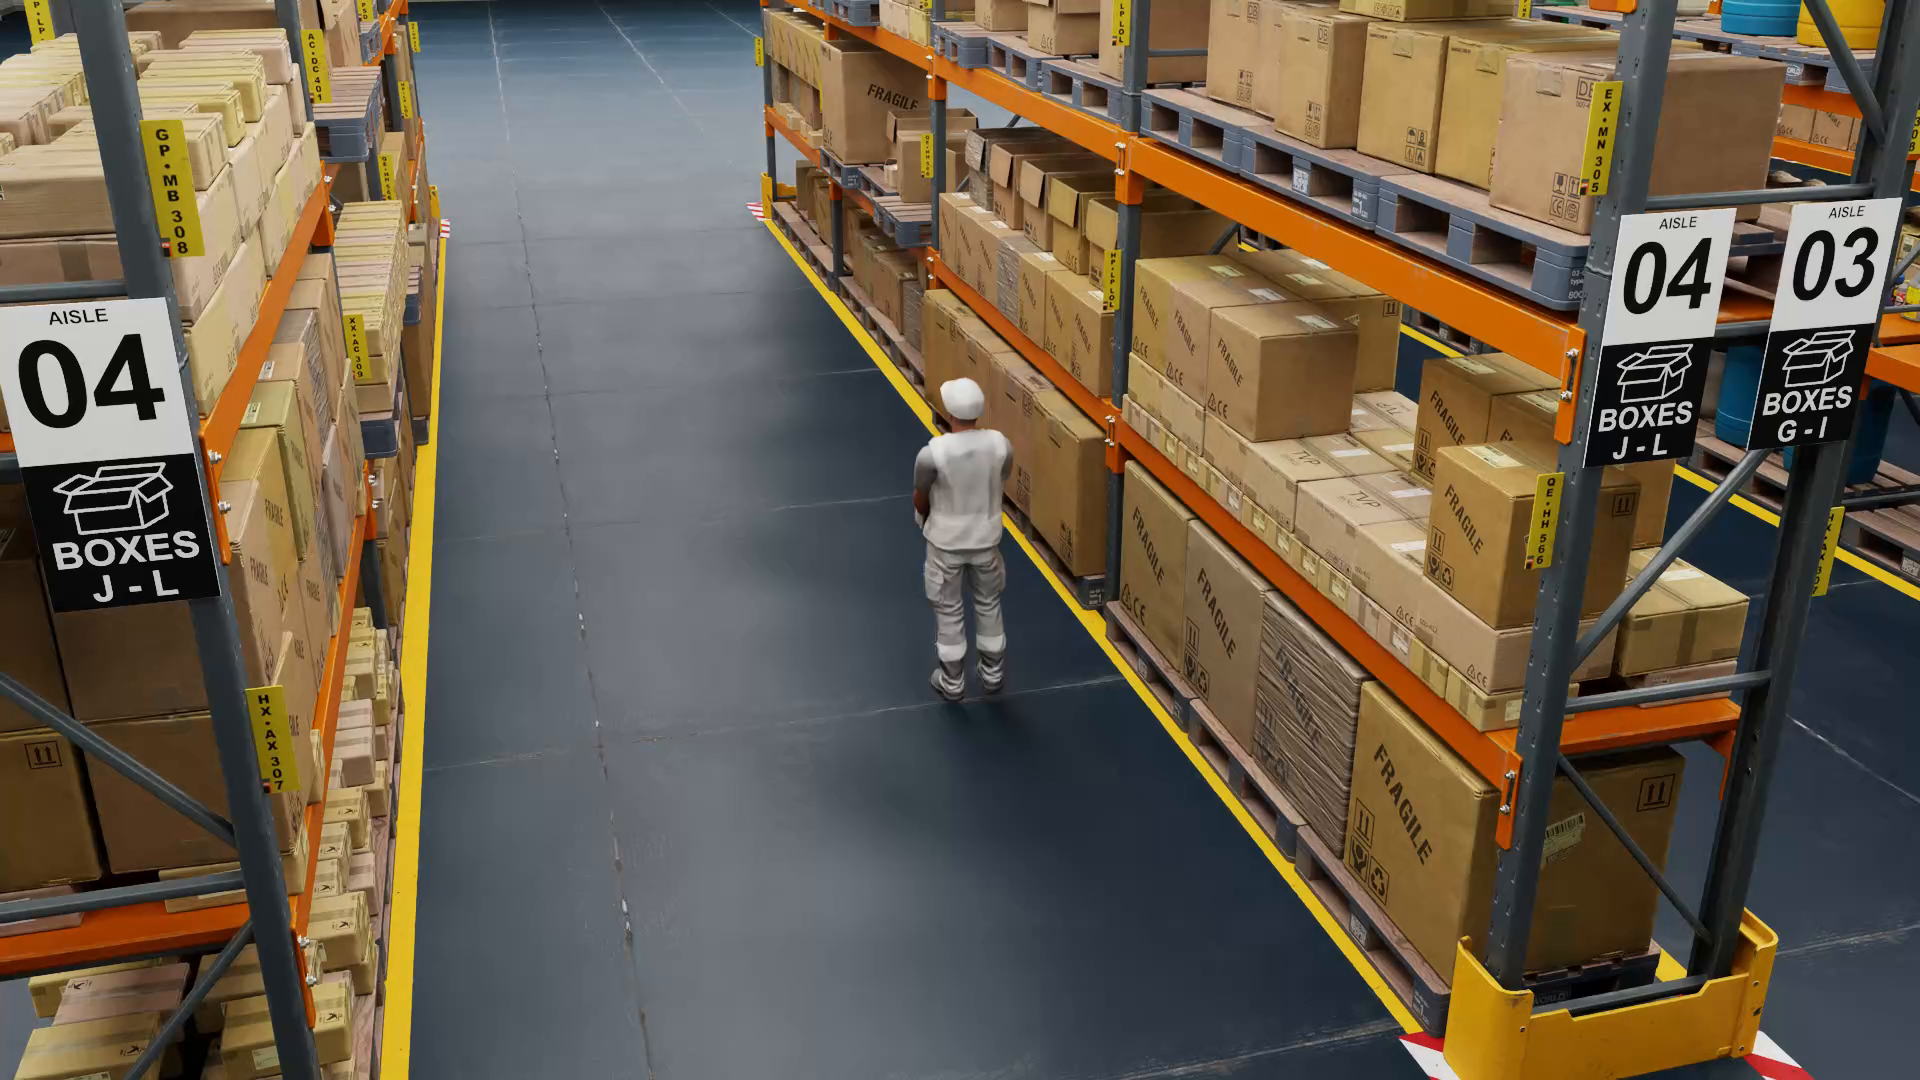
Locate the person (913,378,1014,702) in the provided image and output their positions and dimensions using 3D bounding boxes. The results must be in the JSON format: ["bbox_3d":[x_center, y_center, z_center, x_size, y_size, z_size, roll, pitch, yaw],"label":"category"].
[{"bbox_3d":[-0.003,-0.022,8.610,0.525,1.793,0.542,-6,24,-14],"label":"person"}]
